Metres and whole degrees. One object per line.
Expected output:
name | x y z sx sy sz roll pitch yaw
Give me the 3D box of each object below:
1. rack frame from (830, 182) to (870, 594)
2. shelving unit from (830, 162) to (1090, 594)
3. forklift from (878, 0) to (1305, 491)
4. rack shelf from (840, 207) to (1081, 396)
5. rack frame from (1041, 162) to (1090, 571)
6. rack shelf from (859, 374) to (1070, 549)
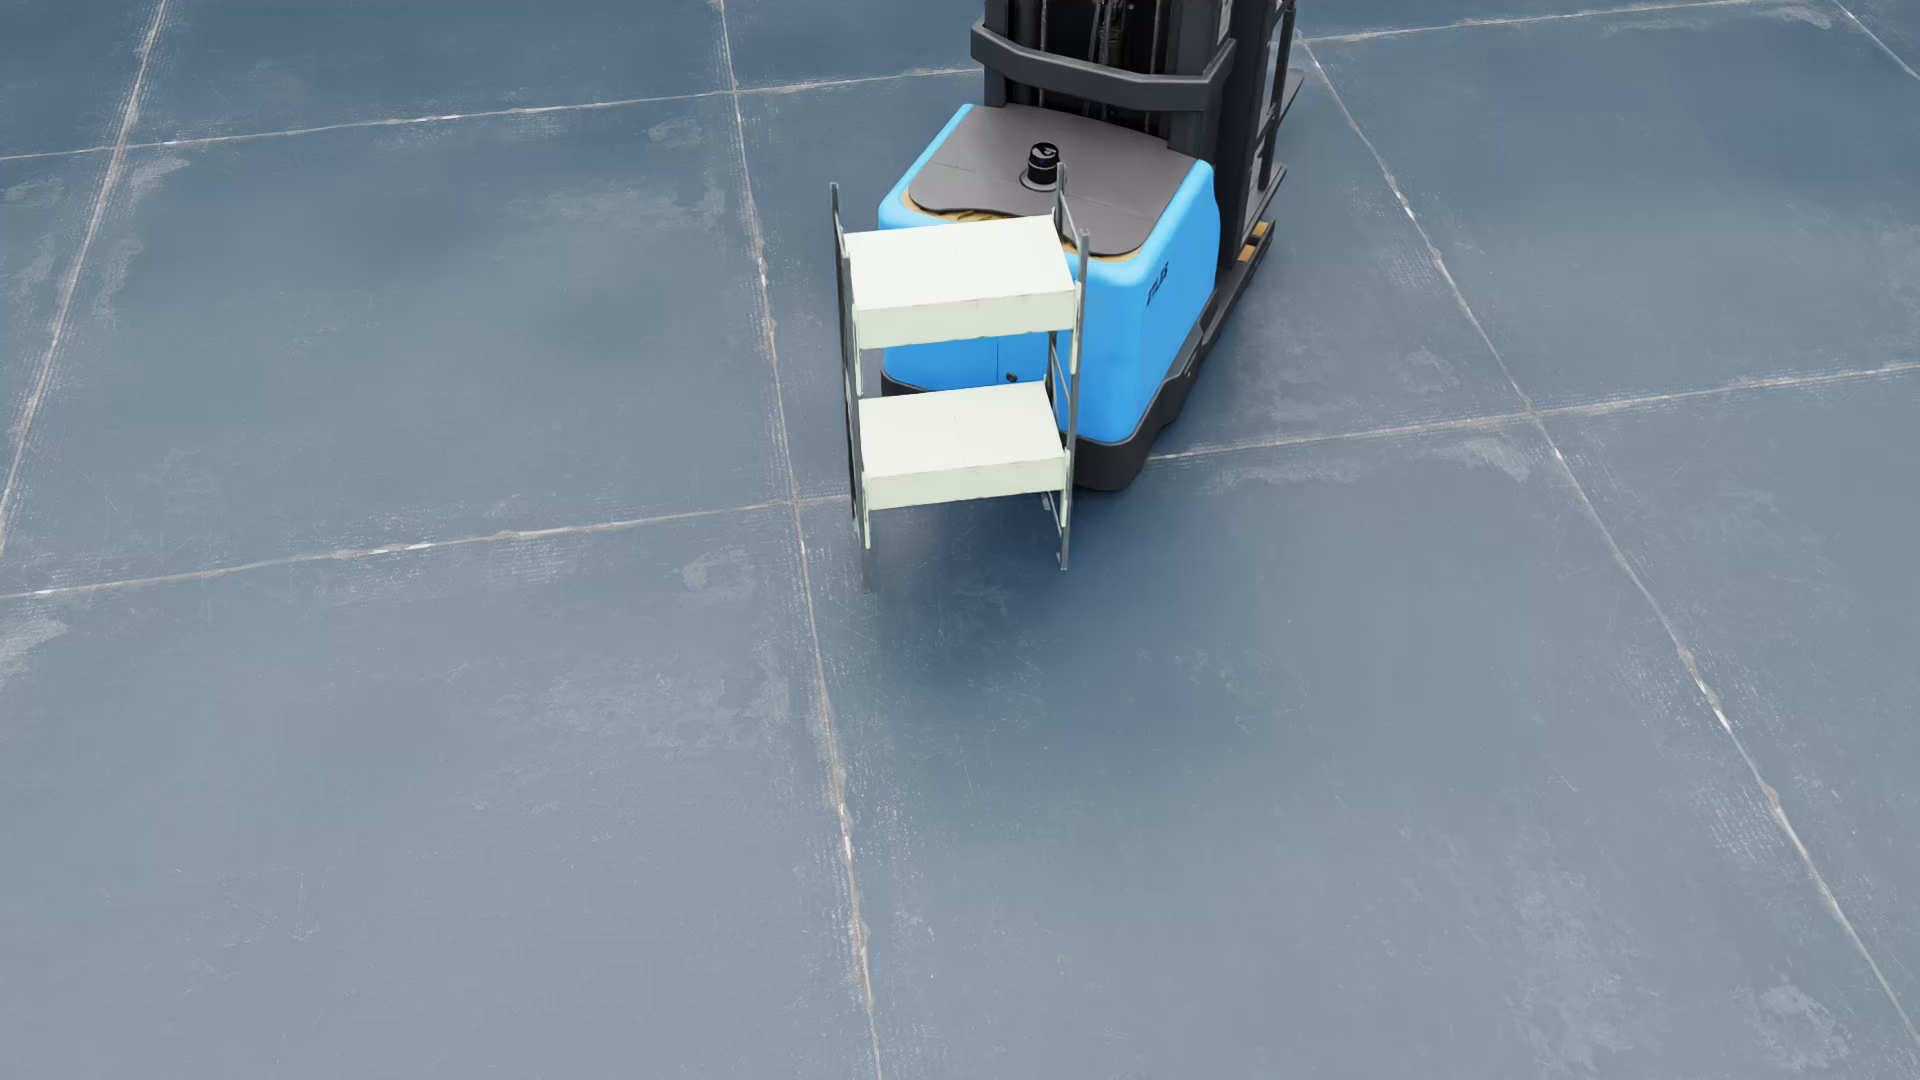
rack frame | -0.370 -0.468 5.659 0.023 1.500 0.400 -6 46 -6
shelving unit | -0.008 -0.508 5.698 0.755 1.500 0.431 -6 46 -6
forklift | 0.759 -2.276 6.407 1.130 2.935 3.031 18 49 17
rack shelf | -0.008 -0.779 5.417 0.720 0.370 0.431 -6 46 -6
rack frame | 0.353 -0.549 5.737 0.023 1.500 0.400 -6 46 -6
rack shelf | -0.008 -0.282 5.933 0.720 0.370 0.431 -6 46 -6
